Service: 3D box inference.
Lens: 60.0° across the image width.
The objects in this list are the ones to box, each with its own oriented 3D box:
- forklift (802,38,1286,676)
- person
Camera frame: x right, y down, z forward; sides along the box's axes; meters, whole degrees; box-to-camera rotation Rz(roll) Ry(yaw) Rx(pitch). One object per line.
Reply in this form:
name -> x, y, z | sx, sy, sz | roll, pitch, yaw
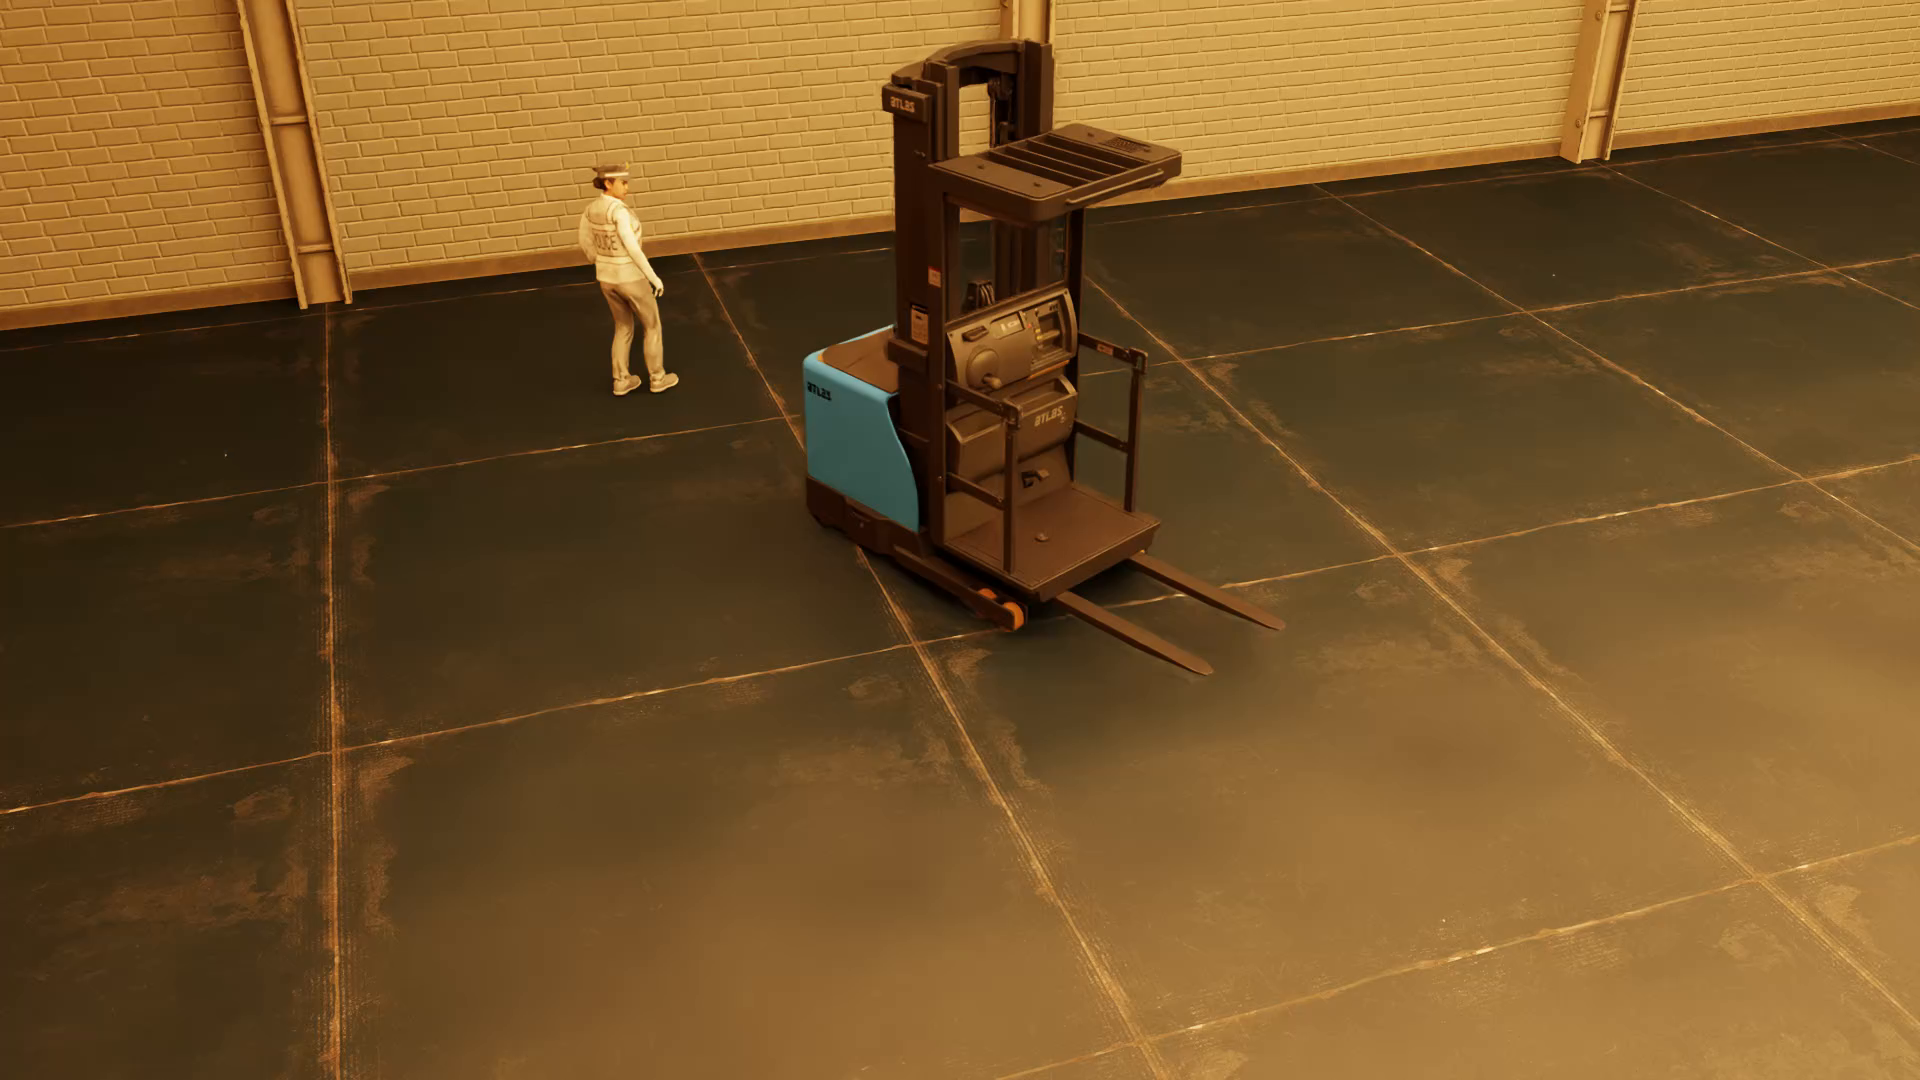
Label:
forklift -> 0.438, -1.054, 8.918 | 1.130, 2.935, 3.031 | -26, 39, -37
person -> -2.296, -1.819, 11.532 | 0.692, 1.655, 0.464 | 18, 35, 29
